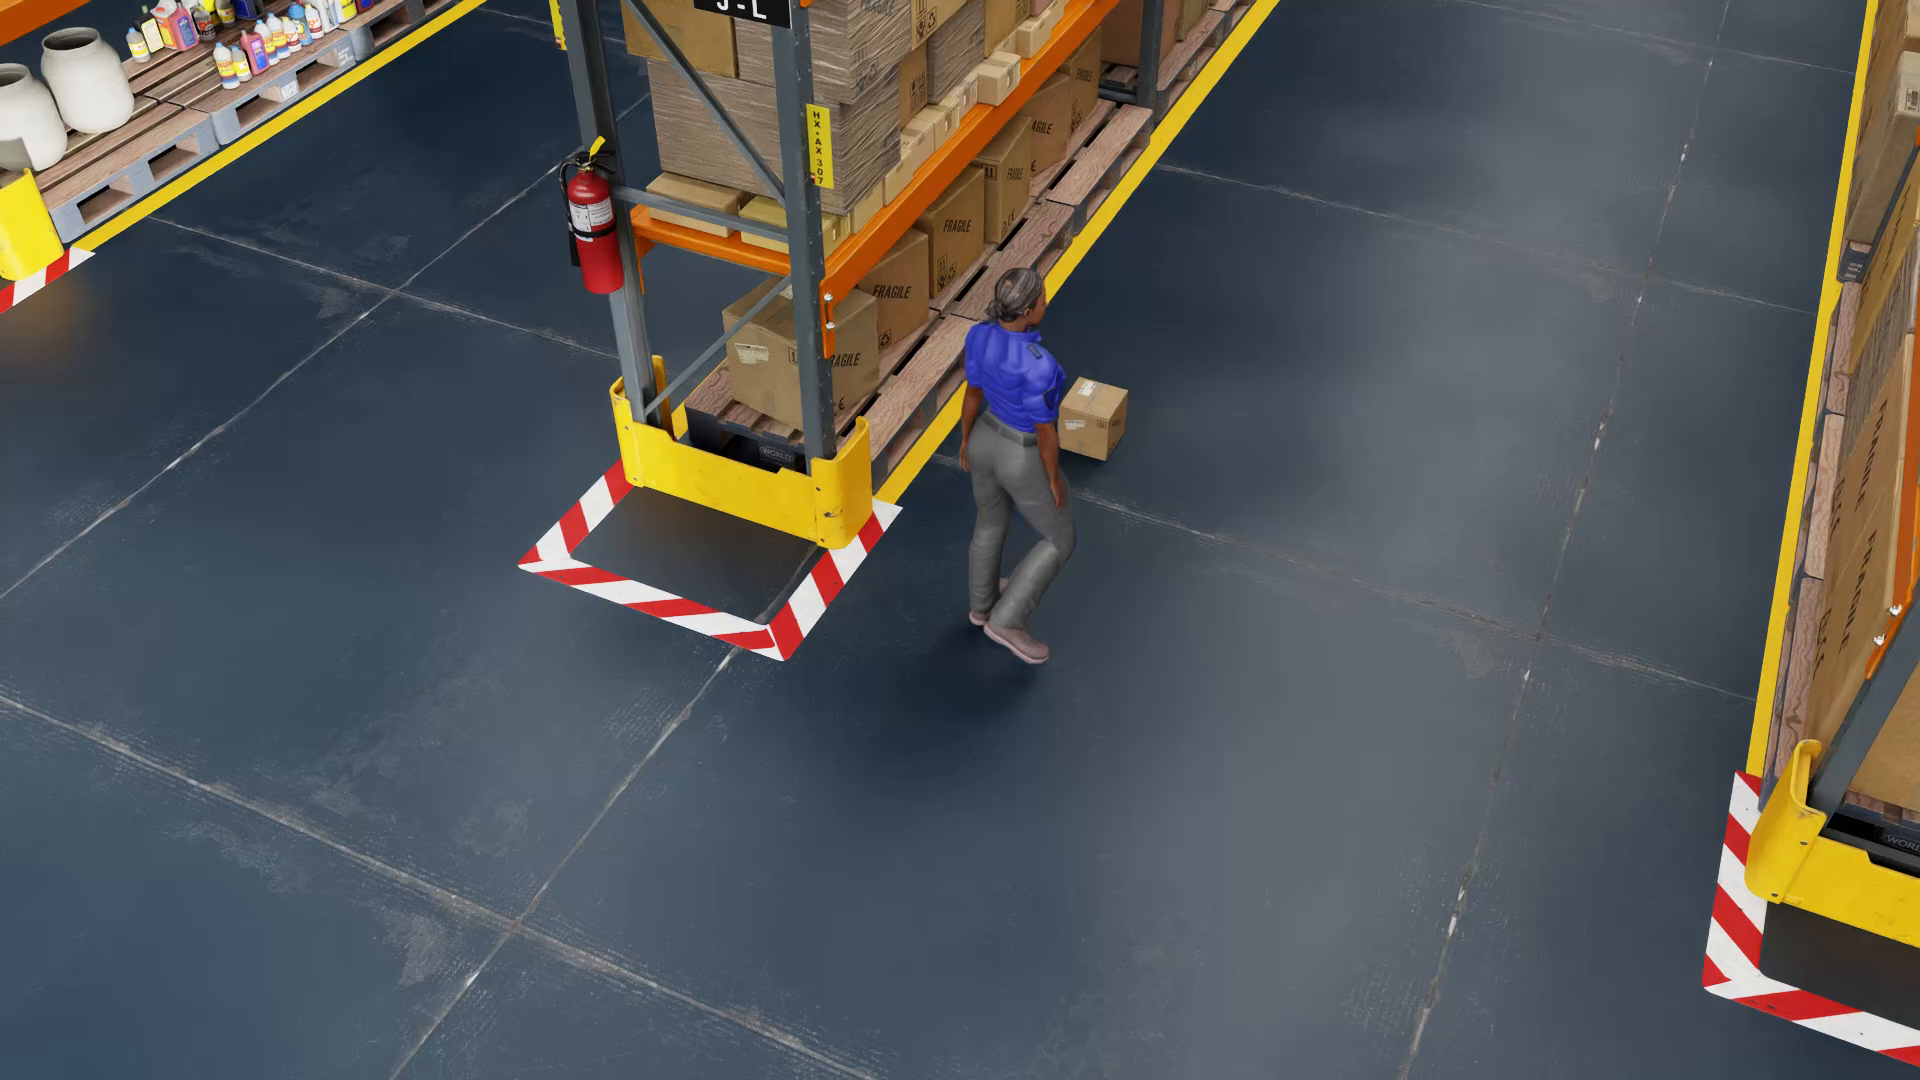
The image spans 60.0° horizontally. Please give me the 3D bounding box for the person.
[{"bbox_3d":[0.201,-0.267,6.439,0.469,1.651,0.610,-32,51,-30],"label":"person"}]
